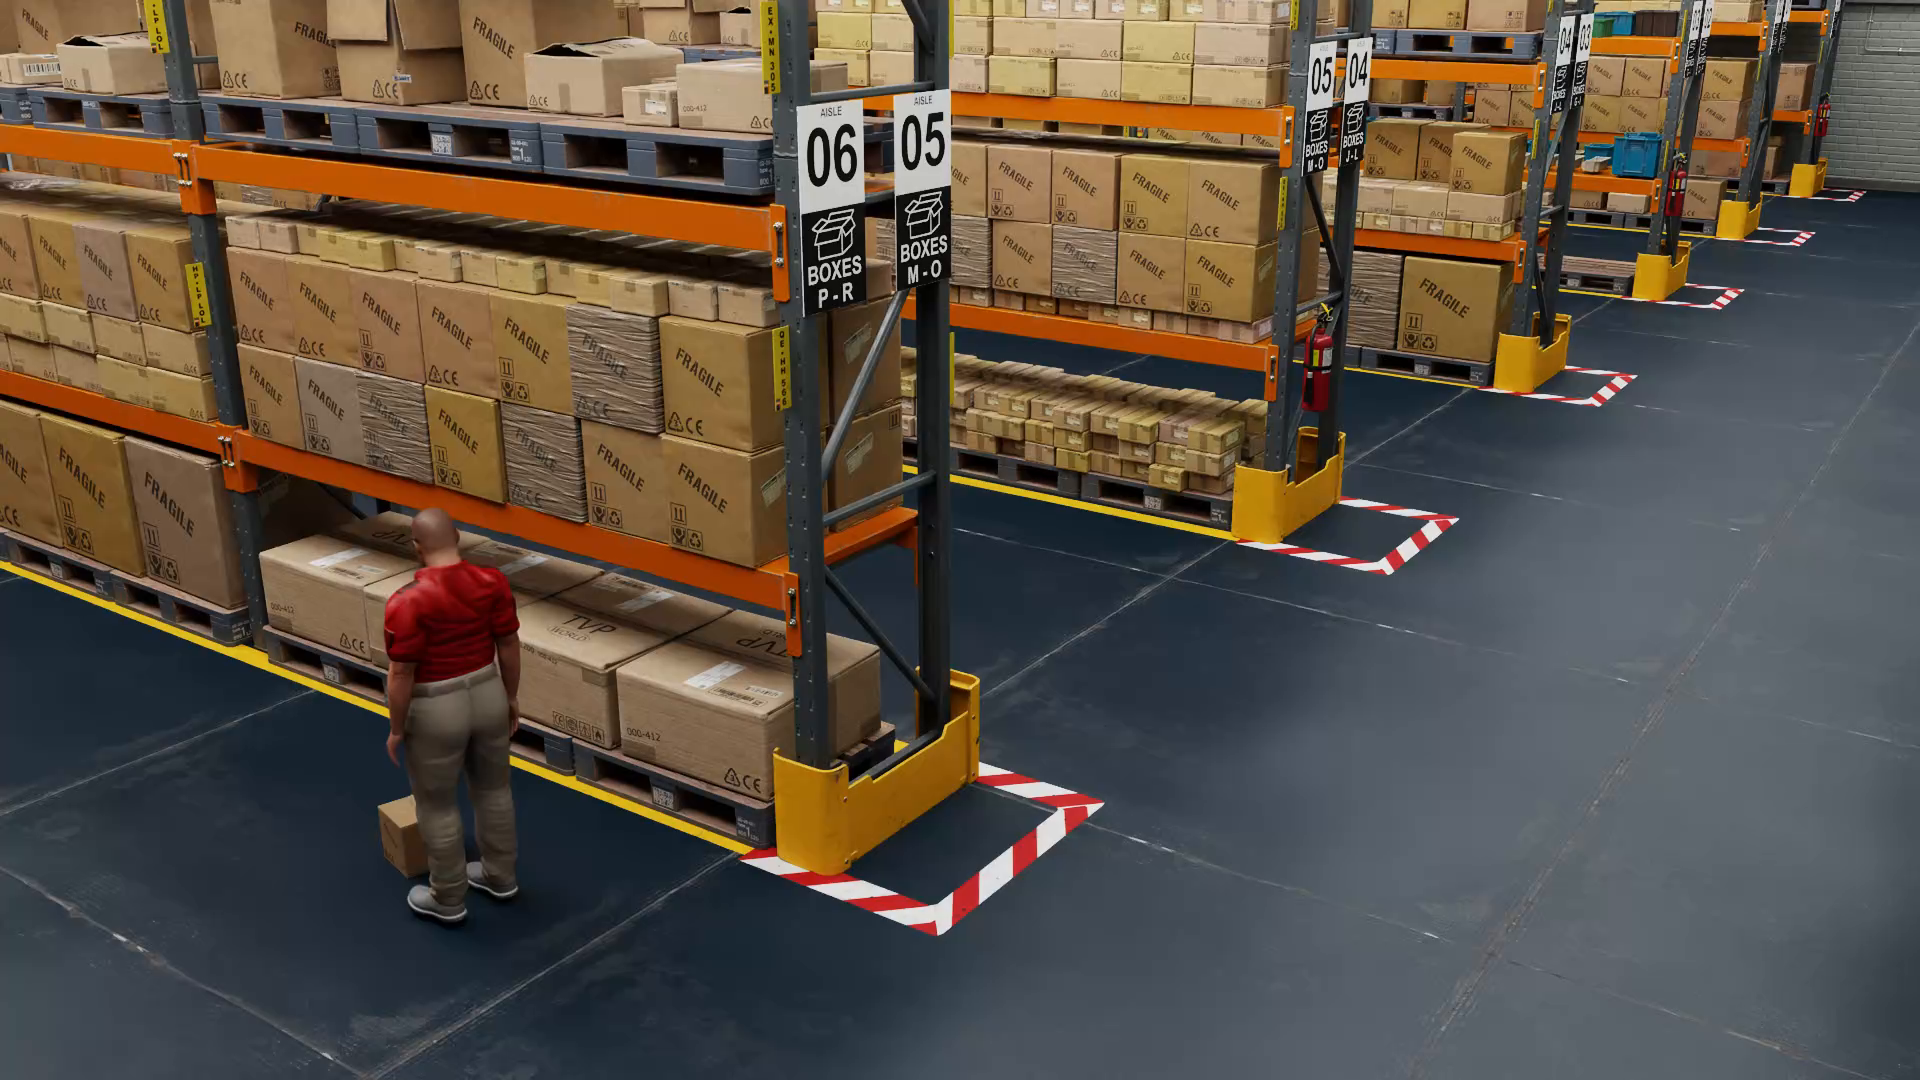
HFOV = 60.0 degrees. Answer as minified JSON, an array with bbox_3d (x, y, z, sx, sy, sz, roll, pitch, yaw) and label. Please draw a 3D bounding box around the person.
[{"bbox_3d":[-2.032,0.684,6.622,0.403,1.728,0.551,19,27,42],"label":"person"}]
